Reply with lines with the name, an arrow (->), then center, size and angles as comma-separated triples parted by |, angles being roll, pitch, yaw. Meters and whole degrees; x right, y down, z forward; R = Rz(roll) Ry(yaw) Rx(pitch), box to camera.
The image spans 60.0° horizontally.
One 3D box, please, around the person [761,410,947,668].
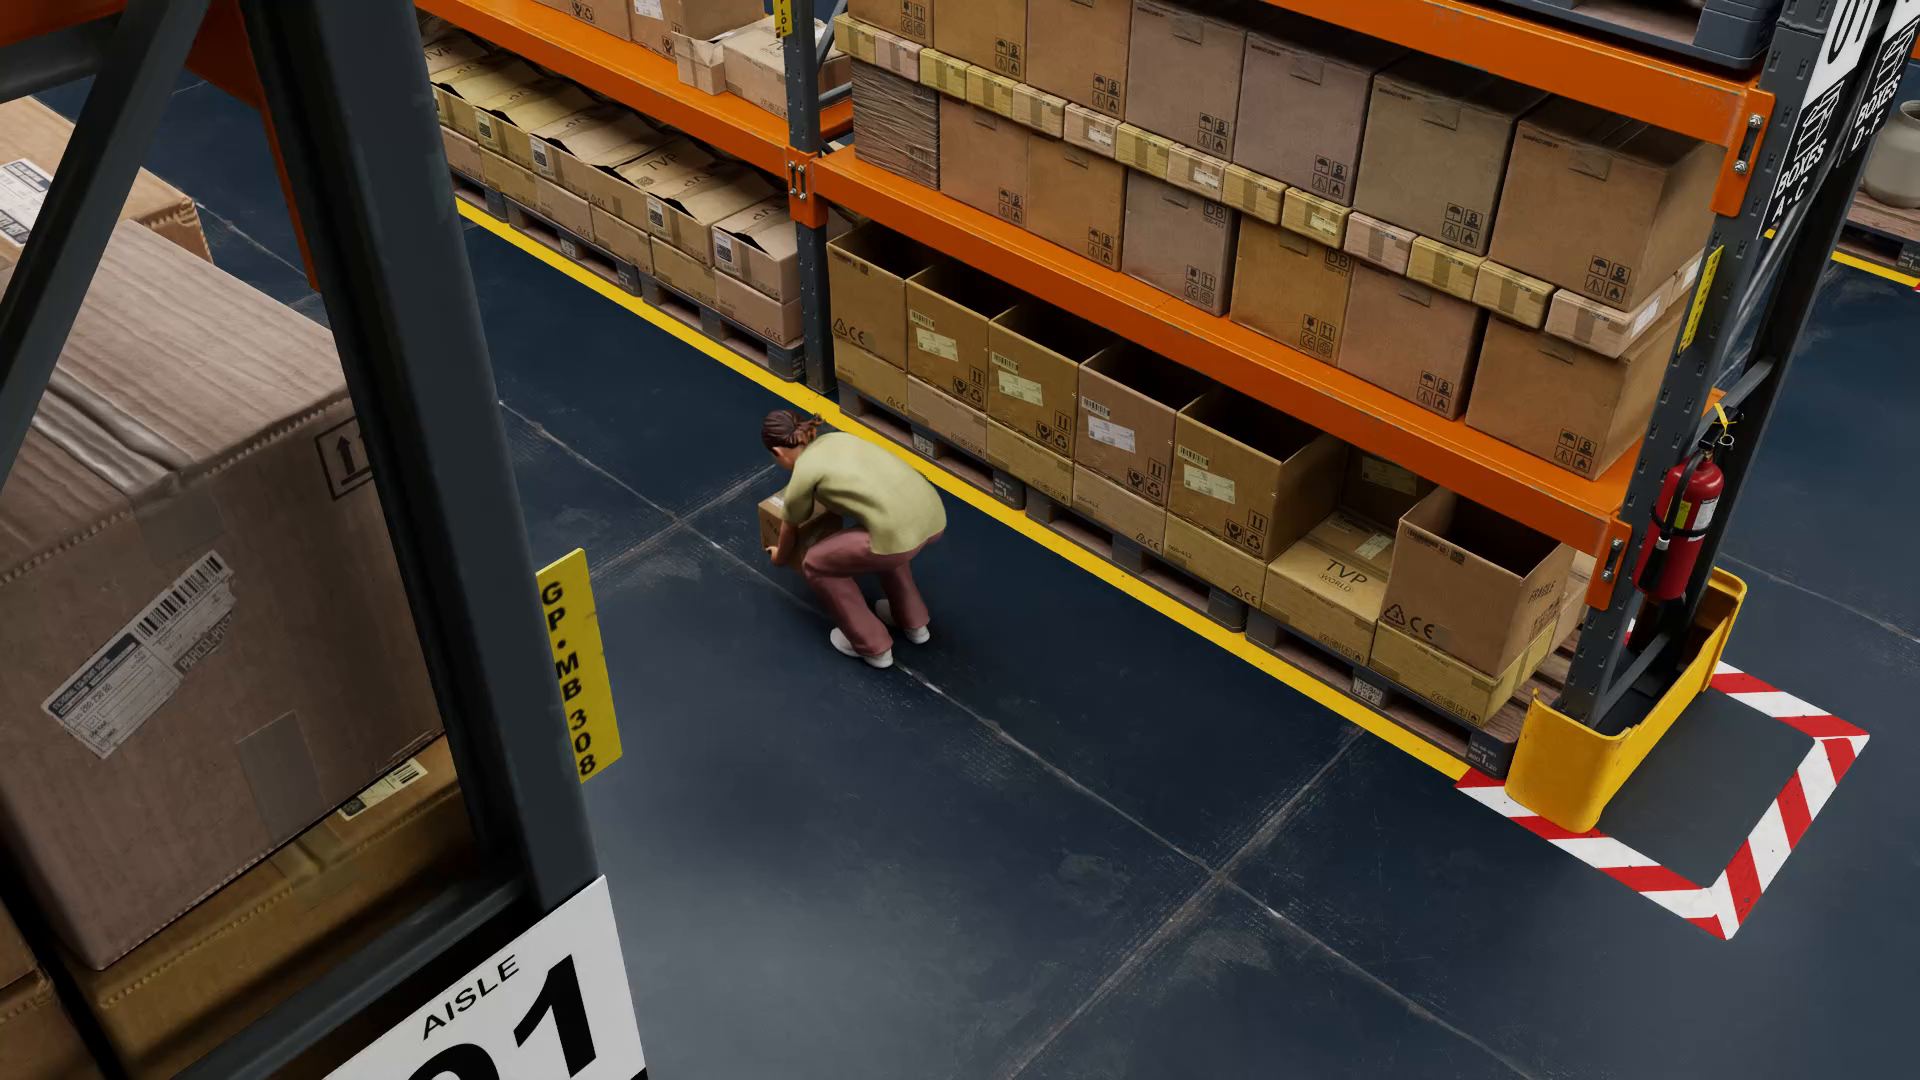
person -> -0.449, -0.024, 6.743 | 0.866, 0.966, 0.476 | 28, 47, 30
